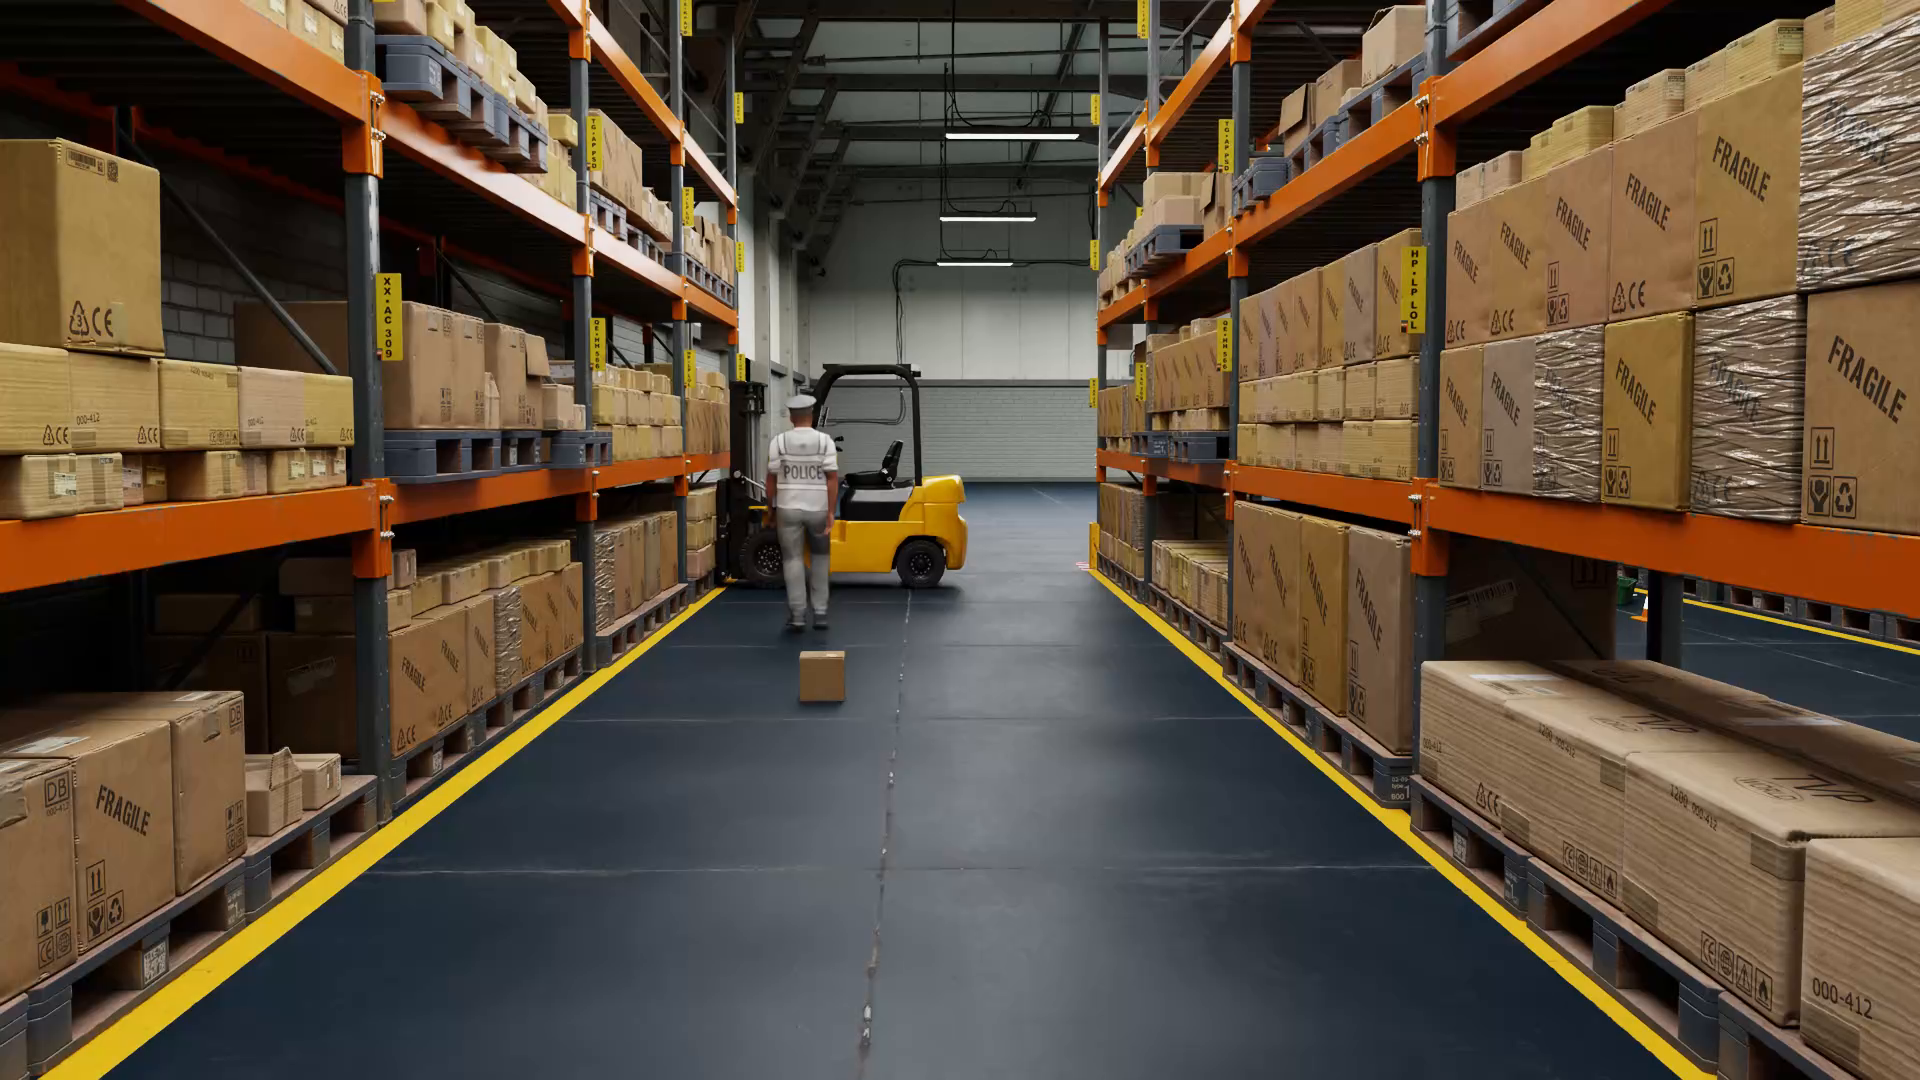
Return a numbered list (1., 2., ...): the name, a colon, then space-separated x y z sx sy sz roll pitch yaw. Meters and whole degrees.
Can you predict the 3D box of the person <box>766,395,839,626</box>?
1. person: -1.211 -0.184 12.705 0.538 1.848 0.598 -1 4 -10
